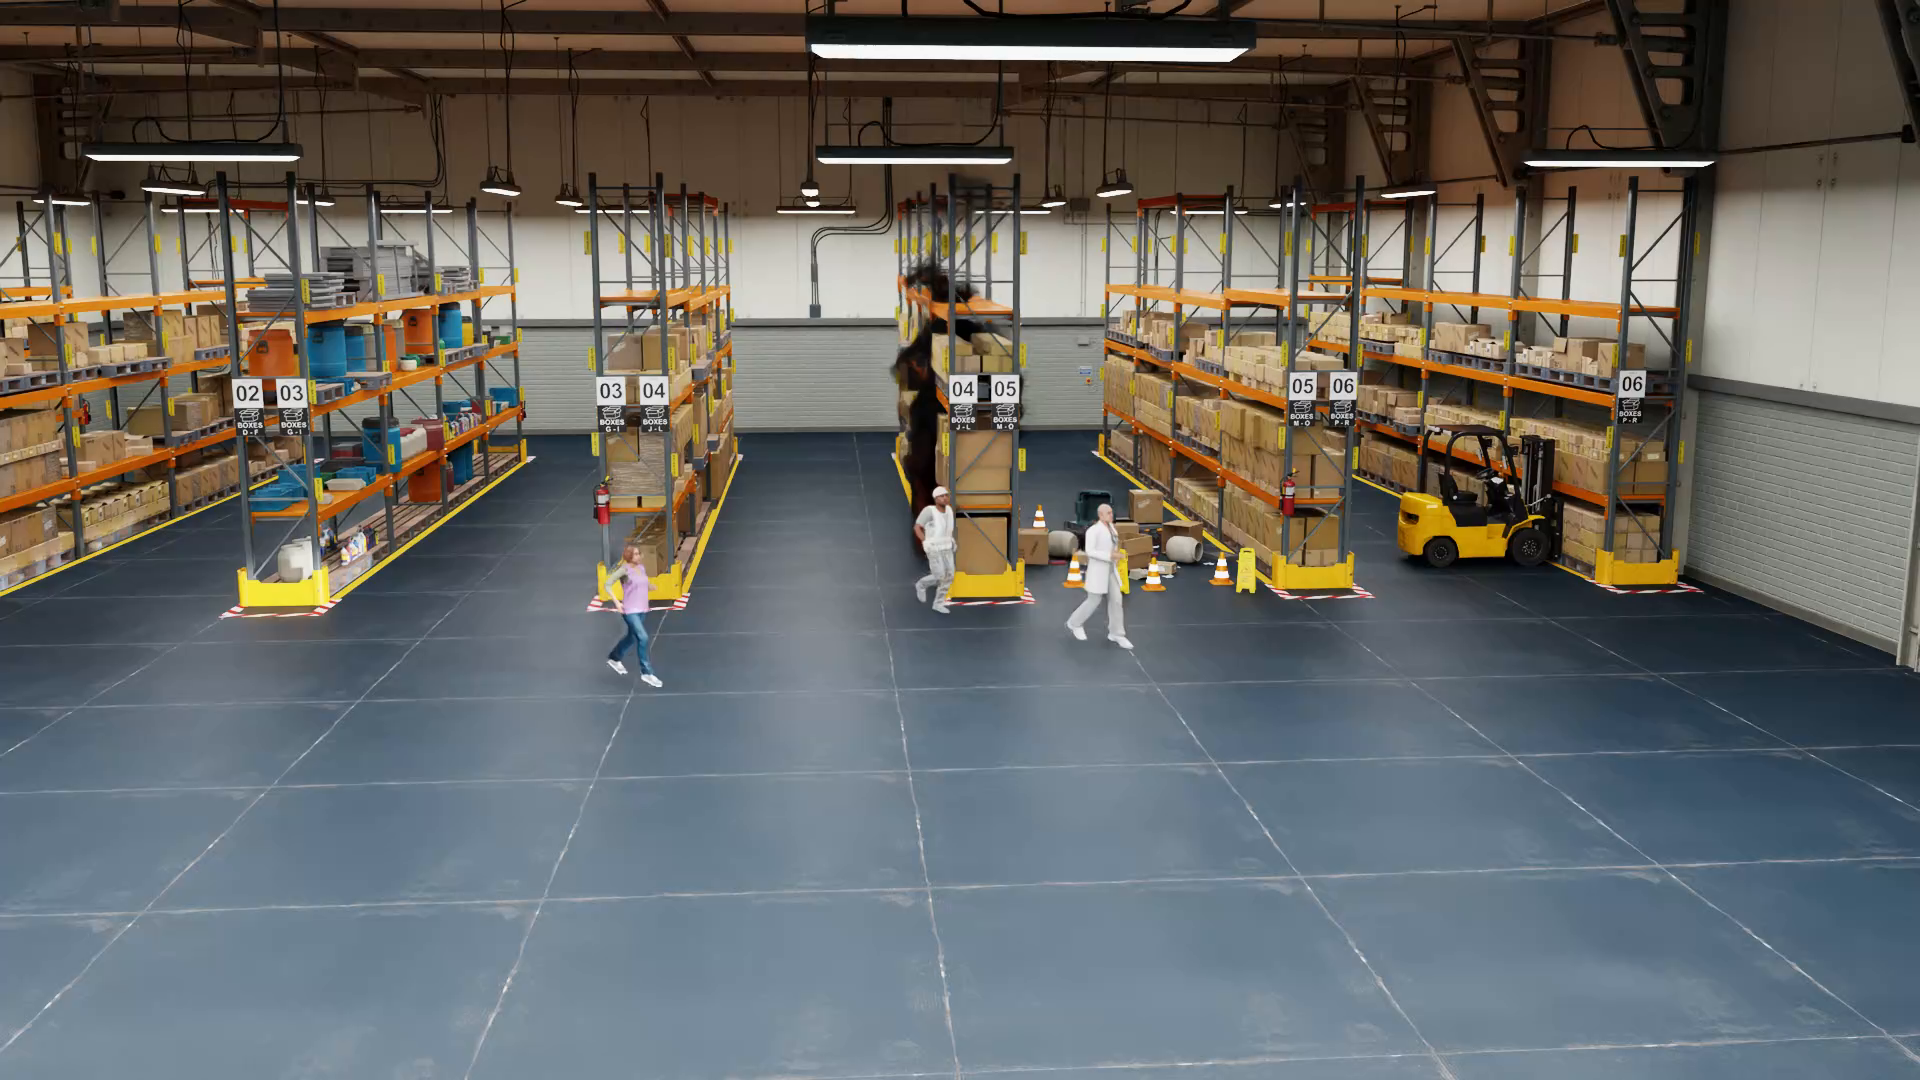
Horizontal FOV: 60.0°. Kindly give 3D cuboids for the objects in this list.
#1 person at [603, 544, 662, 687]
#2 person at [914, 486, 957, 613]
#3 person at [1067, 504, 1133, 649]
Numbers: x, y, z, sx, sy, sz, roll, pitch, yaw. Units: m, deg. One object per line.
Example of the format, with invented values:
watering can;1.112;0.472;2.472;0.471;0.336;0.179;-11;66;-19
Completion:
person;-3.778;0.848;19.191;0.822;1.618;0.522;4;11;24
person;-0.346;0.124;23.059;0.705;1.764;0.574;-10;14;-44
person;1.785;0.437;21.073;0.932;1.820;0.733;8;13;40
